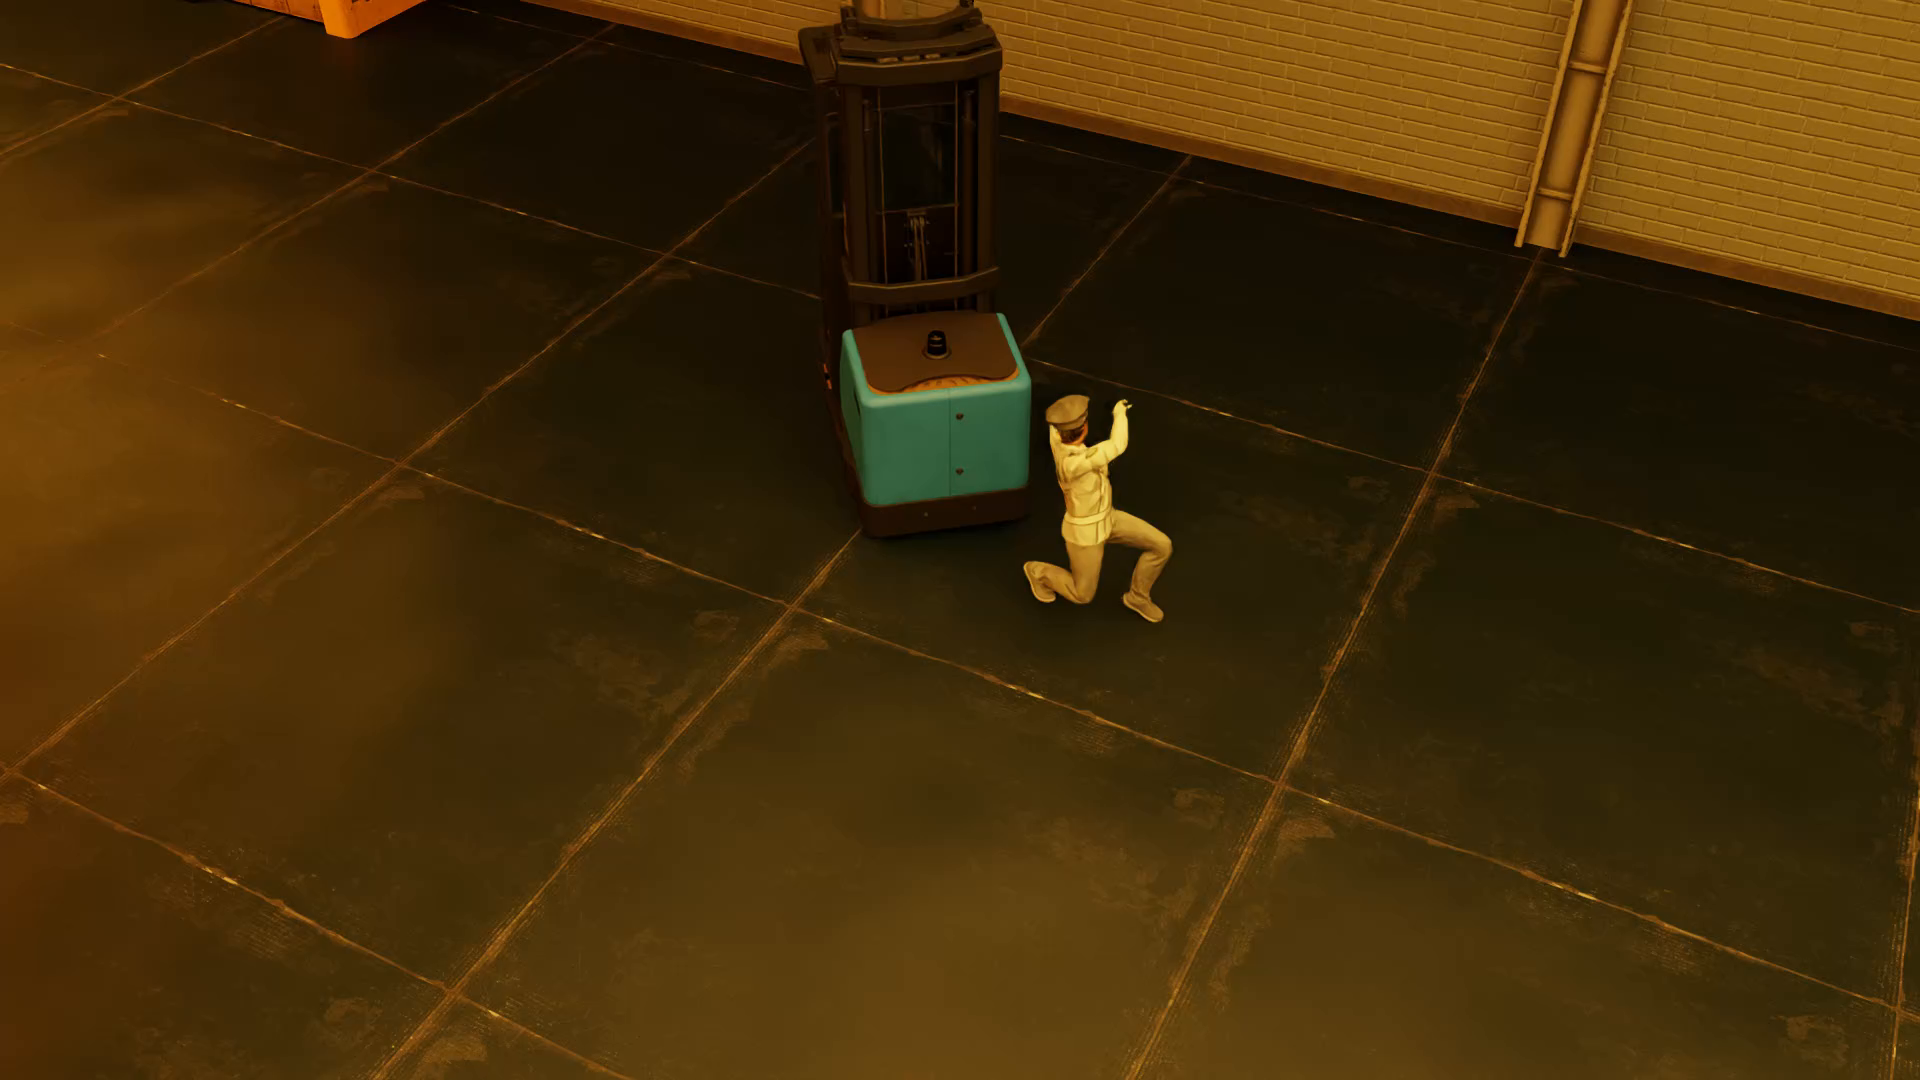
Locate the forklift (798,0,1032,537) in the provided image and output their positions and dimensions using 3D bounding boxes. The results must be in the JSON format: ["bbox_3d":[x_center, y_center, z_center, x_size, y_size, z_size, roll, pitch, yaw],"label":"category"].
[{"bbox_3d":[-0.362,-2.094,10.473,1.130,2.935,3.031,-8,41,-9],"label":"forklift"}]

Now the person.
[{"bbox_3d":[0.854,-0.283,9.530,0.882,1.392,0.943,13,42,15],"label":"person"}]
